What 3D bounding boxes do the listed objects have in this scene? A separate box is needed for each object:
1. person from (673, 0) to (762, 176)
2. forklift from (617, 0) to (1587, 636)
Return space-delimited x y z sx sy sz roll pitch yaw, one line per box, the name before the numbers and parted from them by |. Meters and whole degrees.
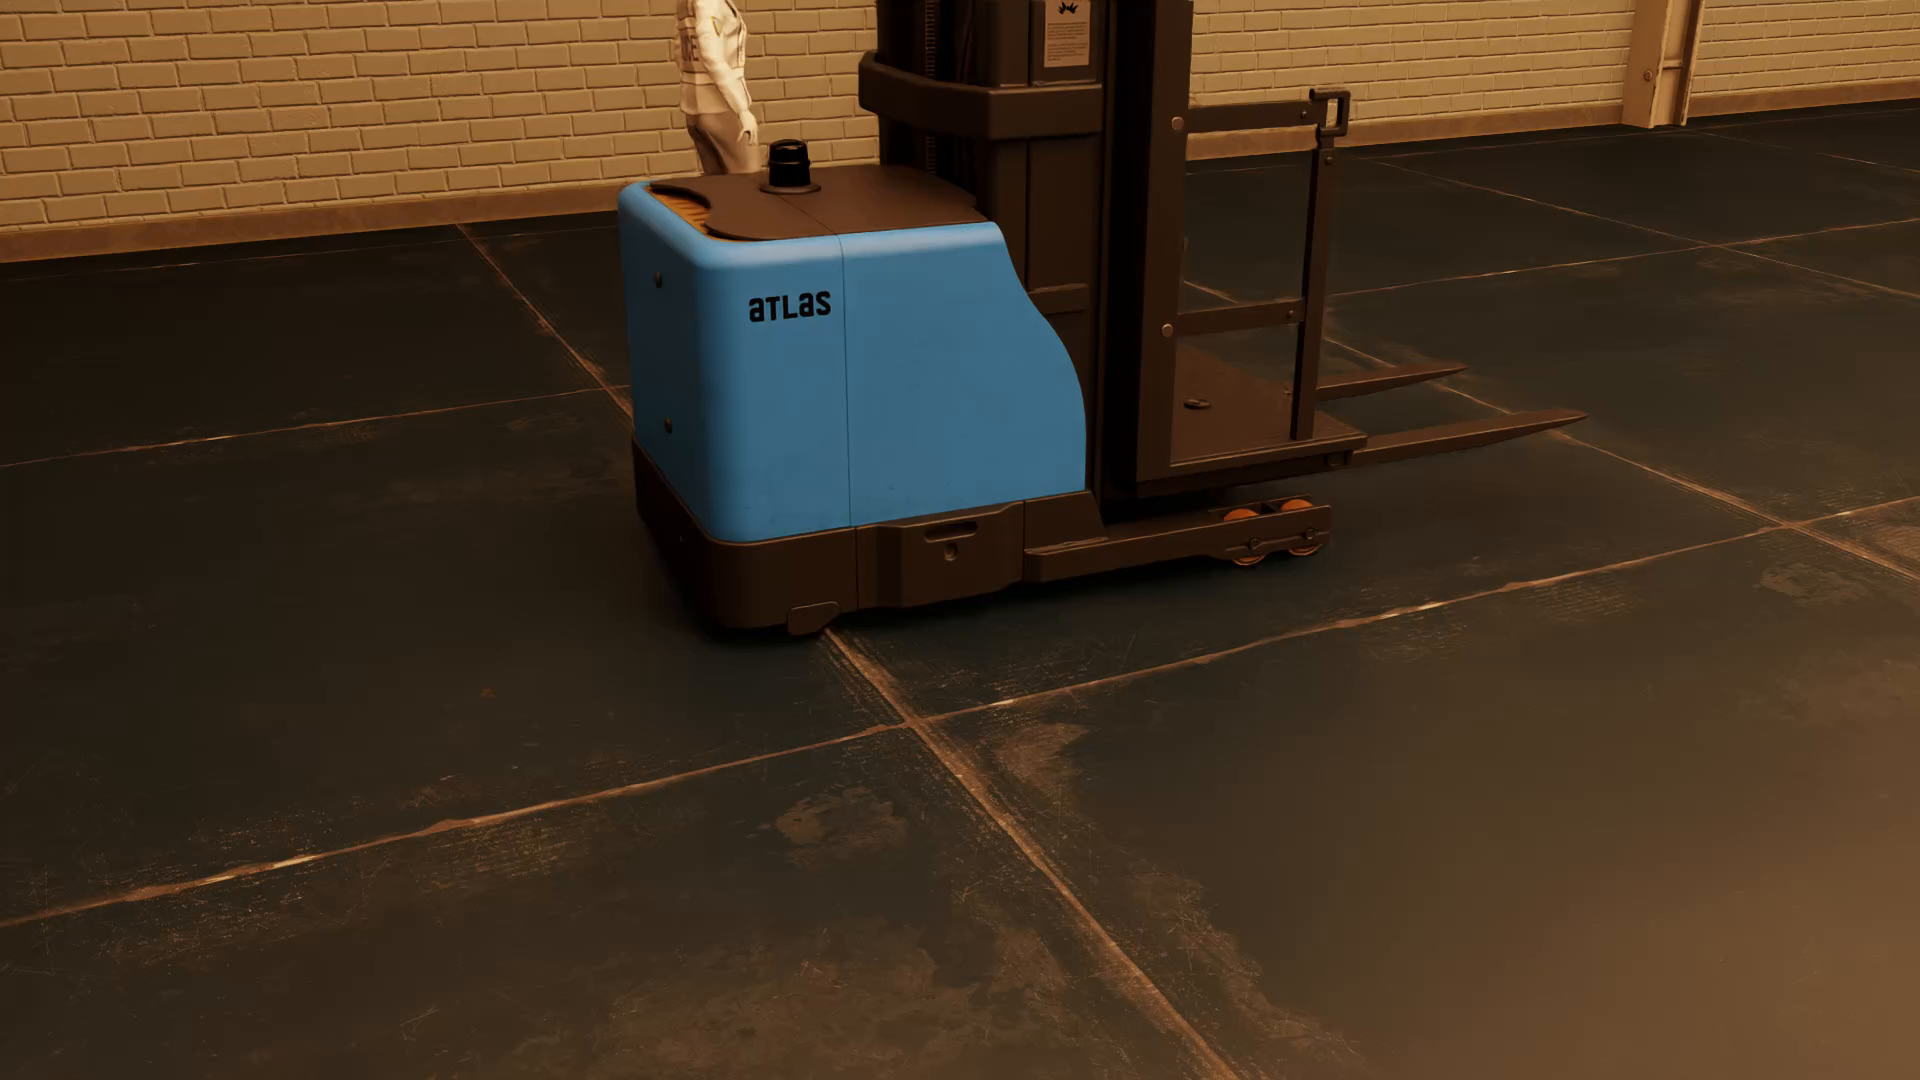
person | -1.023 -1.925 7.560 0.476 1.676 0.657 -12 25 -27
forklift | 0.564 -1.453 4.784 3.031 2.935 1.130 -9 24 -21
